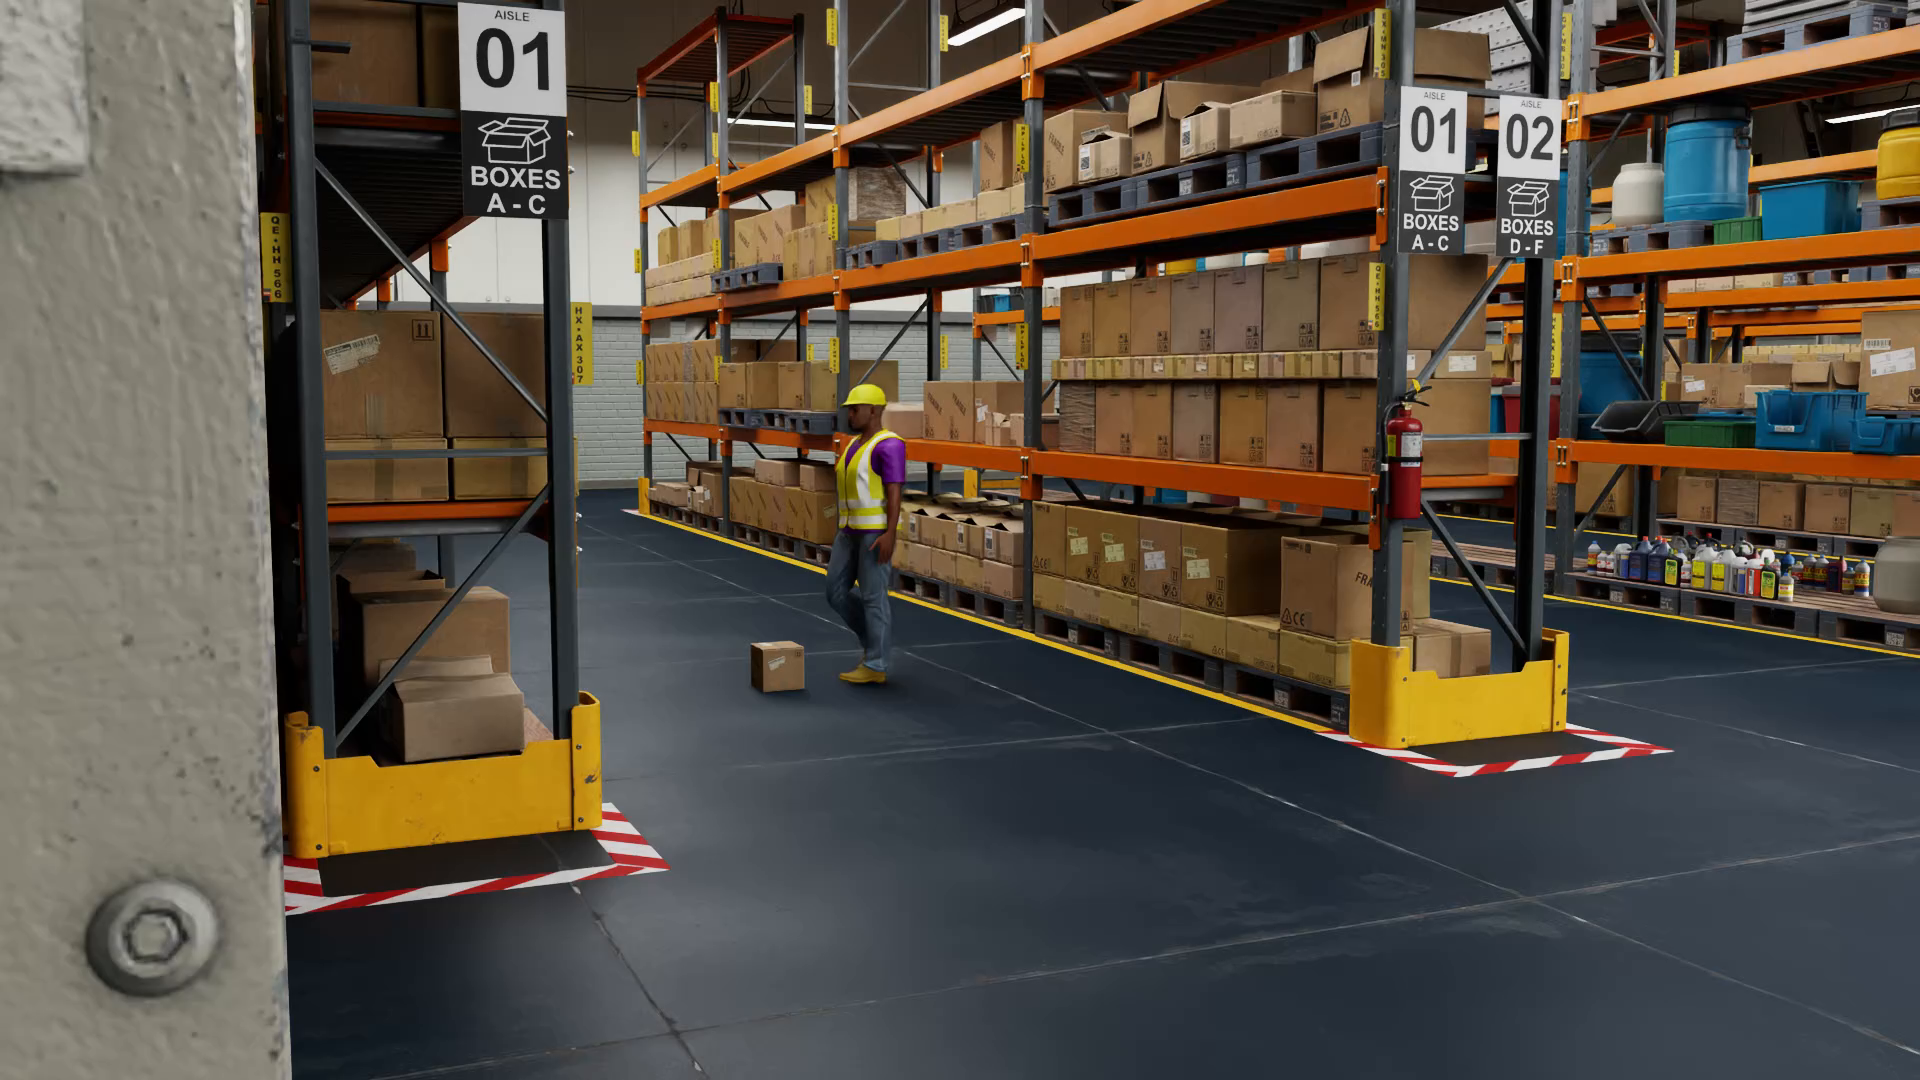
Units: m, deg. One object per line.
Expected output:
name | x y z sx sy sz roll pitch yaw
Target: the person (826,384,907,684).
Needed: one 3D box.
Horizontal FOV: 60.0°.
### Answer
person | -0.545 -0.039 9.888 0.515 1.767 0.587 -4 7 -37
